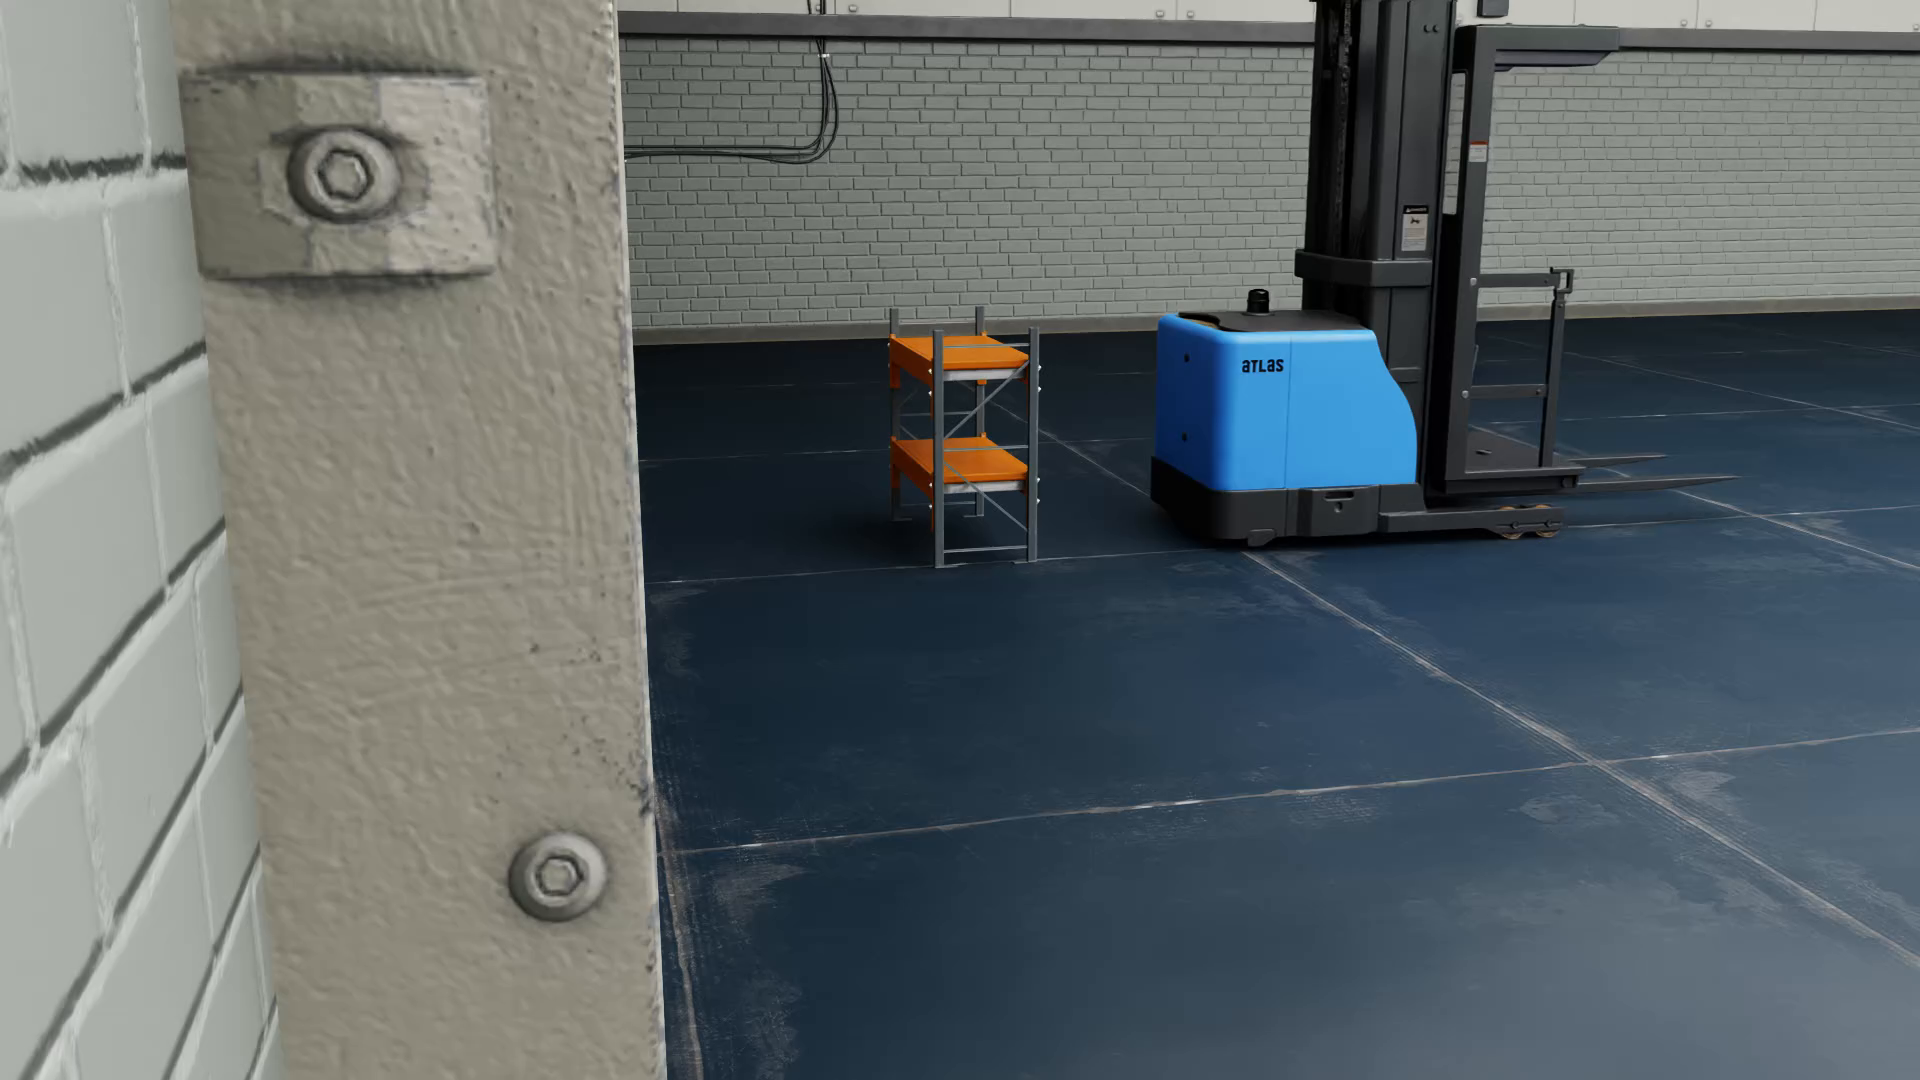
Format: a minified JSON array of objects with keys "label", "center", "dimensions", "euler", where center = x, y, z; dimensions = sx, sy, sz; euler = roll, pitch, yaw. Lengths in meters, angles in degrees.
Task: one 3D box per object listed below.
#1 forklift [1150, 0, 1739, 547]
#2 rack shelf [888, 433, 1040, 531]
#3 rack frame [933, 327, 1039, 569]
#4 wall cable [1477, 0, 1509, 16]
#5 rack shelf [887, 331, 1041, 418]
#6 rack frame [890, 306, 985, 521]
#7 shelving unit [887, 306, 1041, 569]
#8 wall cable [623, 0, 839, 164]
[{"label":"forklift","center":[2.605,-1.547,8.582],"dimensions":[3.031,2.935,1.130],"euler":[-3,14,-12]},{"label":"rack shelf","center":[0.002,-0.307,8.345],"dimensions":[0.538,0.278,1.000],"euler":[-3,14,-13]},{"label":"rack frame","center":[0.121,-0.428,7.807],"dimensions":[0.500,1.125,0.032],"euler":[-3,14,-13]},{"label":"wall cable","center":[6.562,-8.464,16.944],"dimensions":[2.305,6.003,0.169],"euler":[-3,14,-13]},{"label":"rack shelf","center":[0.002,-0.829,8.218],"dimensions":[0.538,0.278,1.000],"euler":[-3,14,-13]},{"label":"rack frame","center":[-0.118,-0.662,8.767],"dimensions":[0.500,1.125,0.032],"euler":[-3,14,-13]},{"label":"shelving unit","center":[0.002,-0.545,8.287],"dimensions":[0.538,1.125,1.048],"euler":[-3,14,-13]},{"label":"wall cable","center":[-2.670,-4.778,15.565],"dimensions":[3.097,2.526,0.112],"euler":[-3,14,-13]}]
